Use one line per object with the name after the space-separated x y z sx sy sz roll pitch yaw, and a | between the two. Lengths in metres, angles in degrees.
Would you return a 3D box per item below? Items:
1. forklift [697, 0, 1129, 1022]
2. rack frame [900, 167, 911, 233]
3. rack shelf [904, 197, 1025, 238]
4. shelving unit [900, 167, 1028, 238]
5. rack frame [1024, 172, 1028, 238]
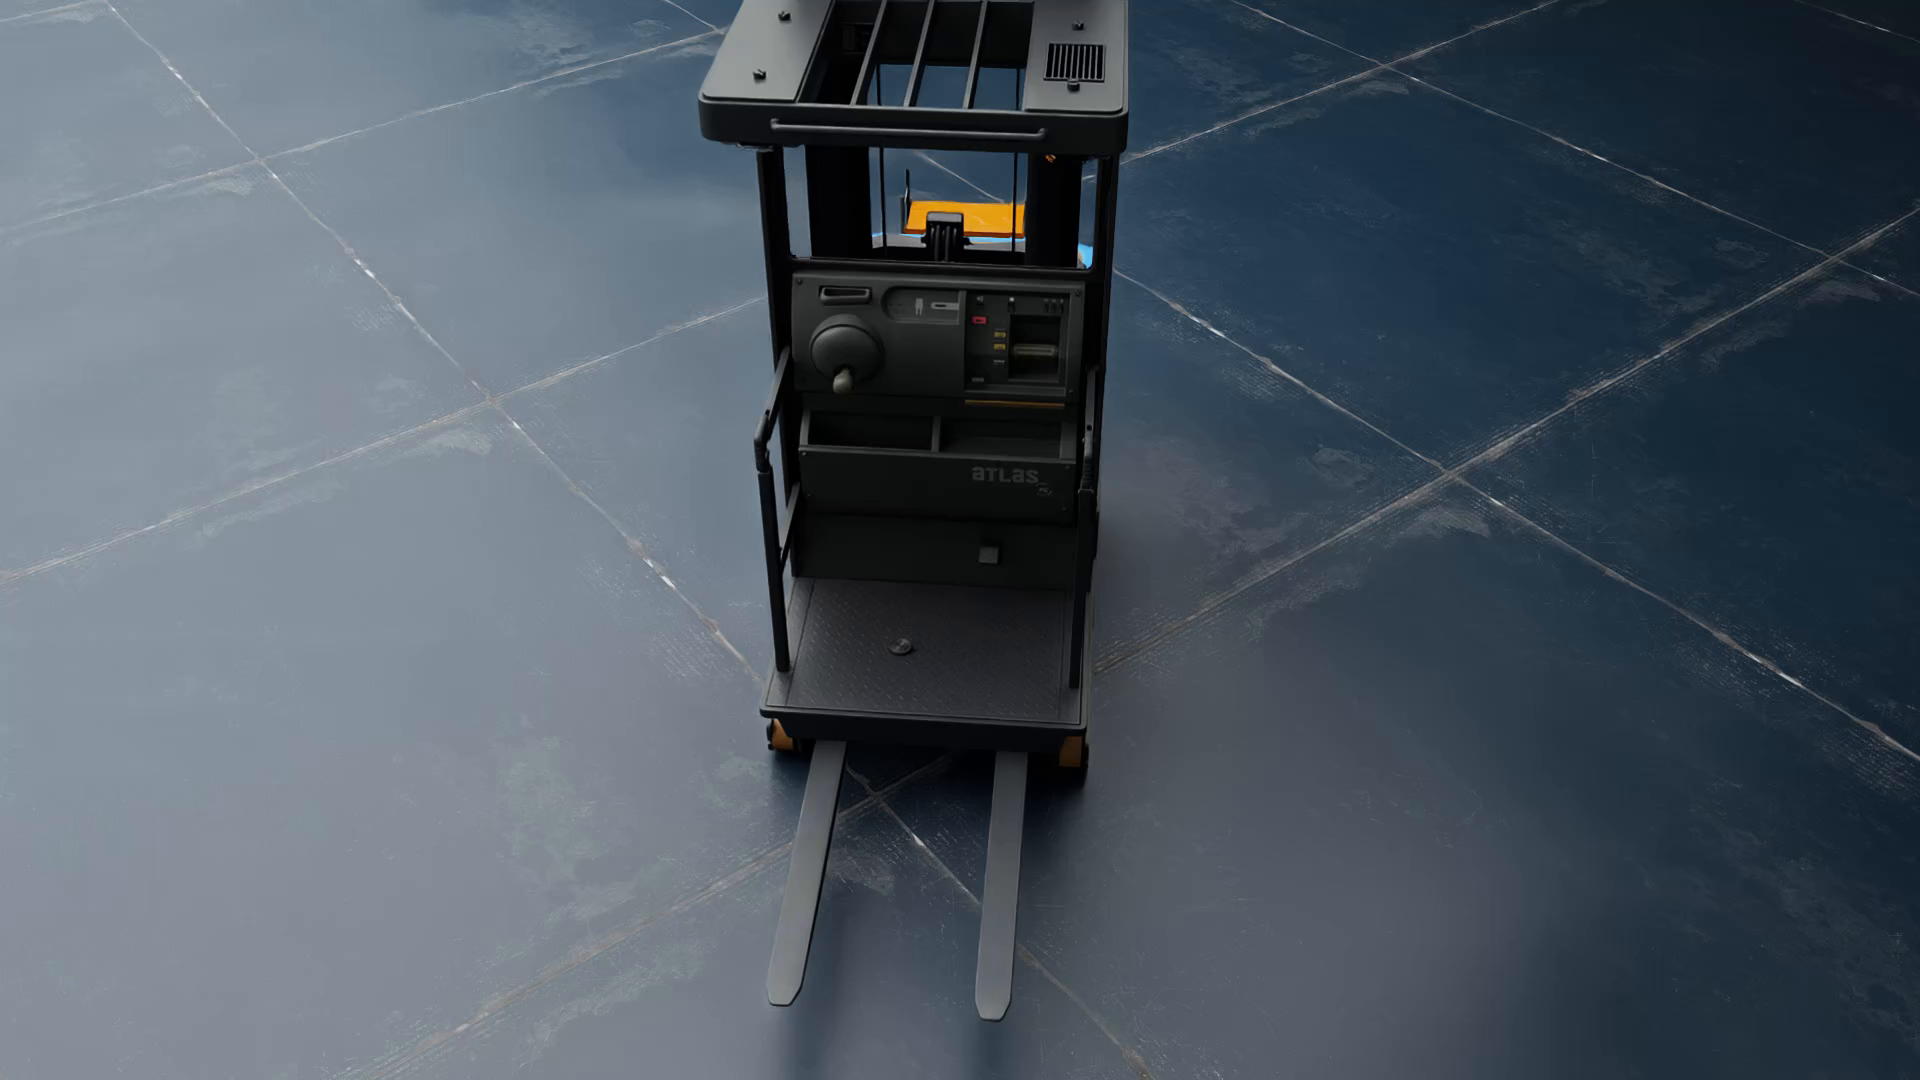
-0.087 -0.567 5.130 1.130 2.935 3.031 3 39 4 | forklift
-0.217 -0.959 6.973 0.015 1.200 0.240 3 39 3 | rack frame
0.026 -1.251 6.710 0.480 0.148 0.258 3 39 3 | rack shelf
0.026 -0.947 6.959 0.503 1.200 0.258 3 39 3 | shelving unit
0.269 -0.936 6.945 0.015 1.200 0.240 3 39 3 | rack frame
